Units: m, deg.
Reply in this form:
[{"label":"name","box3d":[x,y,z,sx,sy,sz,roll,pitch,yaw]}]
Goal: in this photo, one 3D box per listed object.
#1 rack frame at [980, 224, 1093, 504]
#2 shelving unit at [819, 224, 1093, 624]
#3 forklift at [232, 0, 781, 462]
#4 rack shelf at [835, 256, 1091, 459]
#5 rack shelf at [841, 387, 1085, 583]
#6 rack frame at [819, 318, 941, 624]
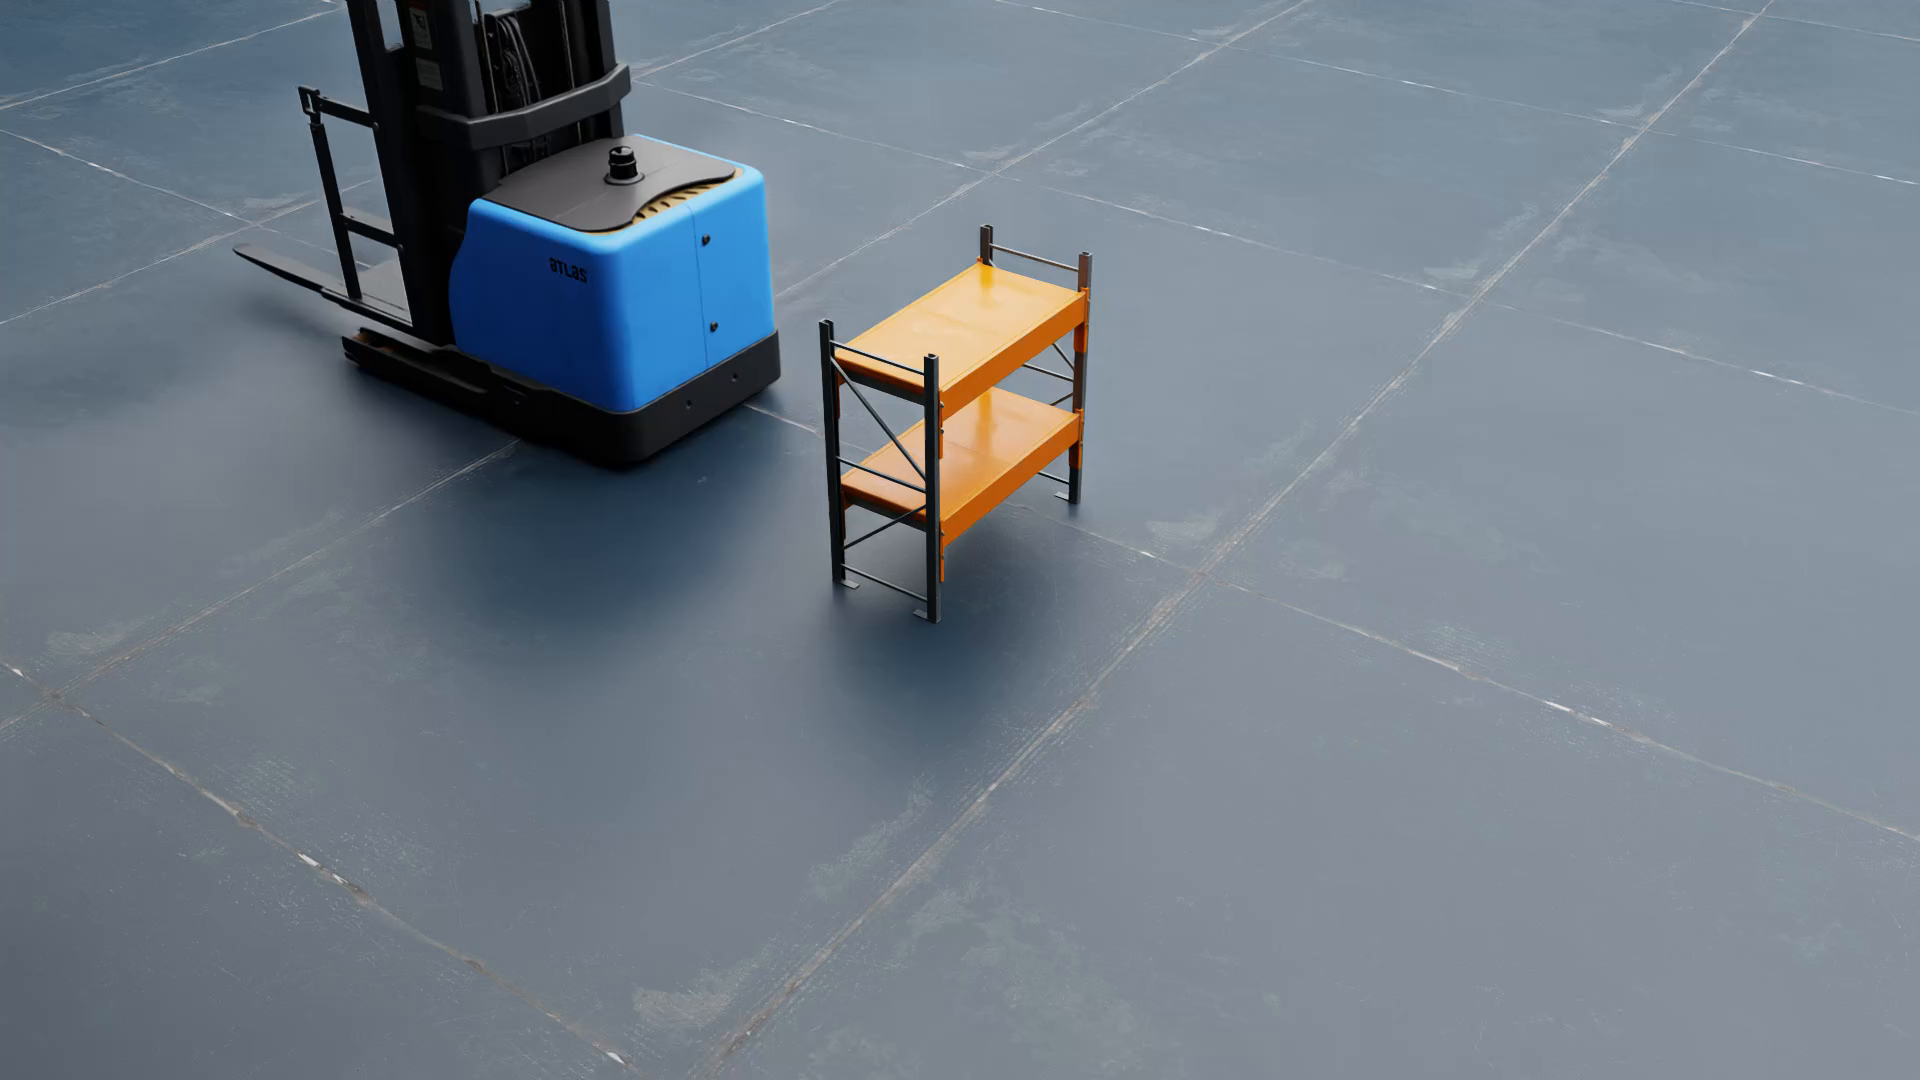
[{"label":"rack frame","box3d":[0.294,-0.703,6.785,0.500,1.125,0.032,21,39,28]},{"label":"shelving unit","box3d":[0.004,-0.469,6.439,0.538,1.125,1.048,21,39,28]},{"label":"forklift","box3d":[-2.330,-2.194,7.378,3.031,2.935,1.130,22,40,29]},{"label":"rack shelf","box3d":[0.004,-0.712,6.276,0.538,0.278,1.000,21,39,28]},{"label":"rack shelf","box3d":[0.004,-0.267,6.576,0.538,0.278,1.000,21,39,28]},{"label":"rack frame","box3d":[-0.286,-0.235,6.094,0.500,1.125,0.032,21,39,28]}]
